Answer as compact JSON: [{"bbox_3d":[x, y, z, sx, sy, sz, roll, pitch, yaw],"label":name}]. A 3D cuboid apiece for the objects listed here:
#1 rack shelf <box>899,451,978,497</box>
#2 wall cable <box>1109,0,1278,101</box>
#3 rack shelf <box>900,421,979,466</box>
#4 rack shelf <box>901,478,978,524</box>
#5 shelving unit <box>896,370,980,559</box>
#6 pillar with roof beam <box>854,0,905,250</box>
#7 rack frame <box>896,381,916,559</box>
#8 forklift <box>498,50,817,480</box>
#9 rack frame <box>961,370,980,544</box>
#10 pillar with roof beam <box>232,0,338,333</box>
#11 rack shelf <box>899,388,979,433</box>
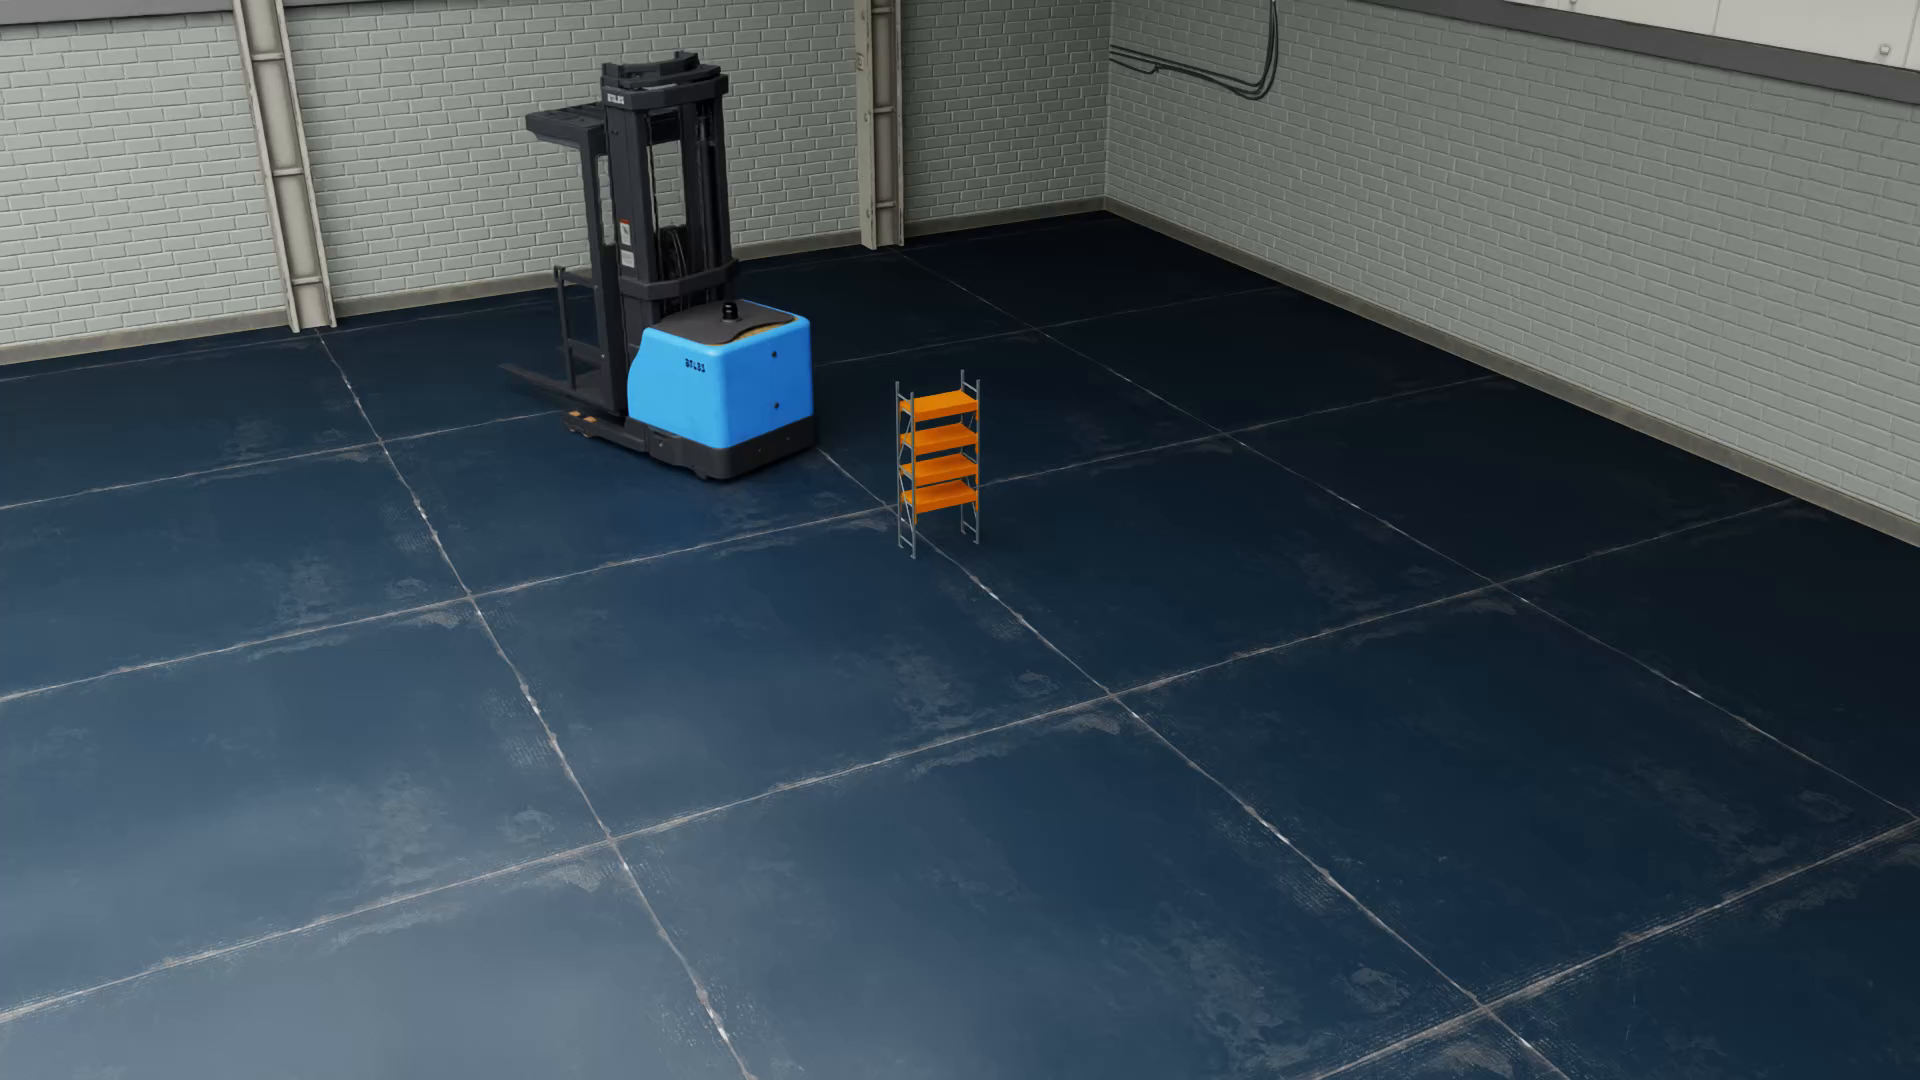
[{"bbox_3d":[-0.146,-0.447,11.251,0.480,0.148,0.258,-13,29,-25],"label":"rack shelf"},{"bbox_3d":[2.366,-6.018,17.277,0.112,2.526,3.097,-13,29,-25],"label":"wall cable"},{"bbox_3d":[-0.146,-0.648,11.155,0.480,0.148,0.258,-13,29,-25],"label":"rack shelf"},{"bbox_3d":[-0.146,-0.268,11.337,0.480,0.148,0.258,-13,29,-25],"label":"rack shelf"},{"bbox_3d":[-0.146,-0.507,11.222,0.503,1.200,0.258,-13,29,-25],"label":"shelving unit"},{"bbox_3d":[1.170,-5.679,12.983,0.400,9.000,9.100,-13,29,-25],"label":"pillar with roof beam"},{"bbox_3d":[-0.361,-0.457,11.119,0.015,1.200,0.240,-13,29,-25],"label":"rack frame"},{"bbox_3d":[-2.561,-2.287,12.930,3.031,2.935,1.130,20,32,36],"label":"forklift"},{"bbox_3d":[0.069,-0.557,11.326,0.015,1.200,0.240,-13,29,-25],"label":"rack frame"},{"bbox_3d":[-4.124,-4.457,10.437,0.400,9.000,9.100,-13,29,-25],"label":"pillar with roof beam"},{"bbox_3d":[-0.146,-0.861,11.052,0.480,0.148,0.258,-13,29,-25],"label":"rack shelf"}]
